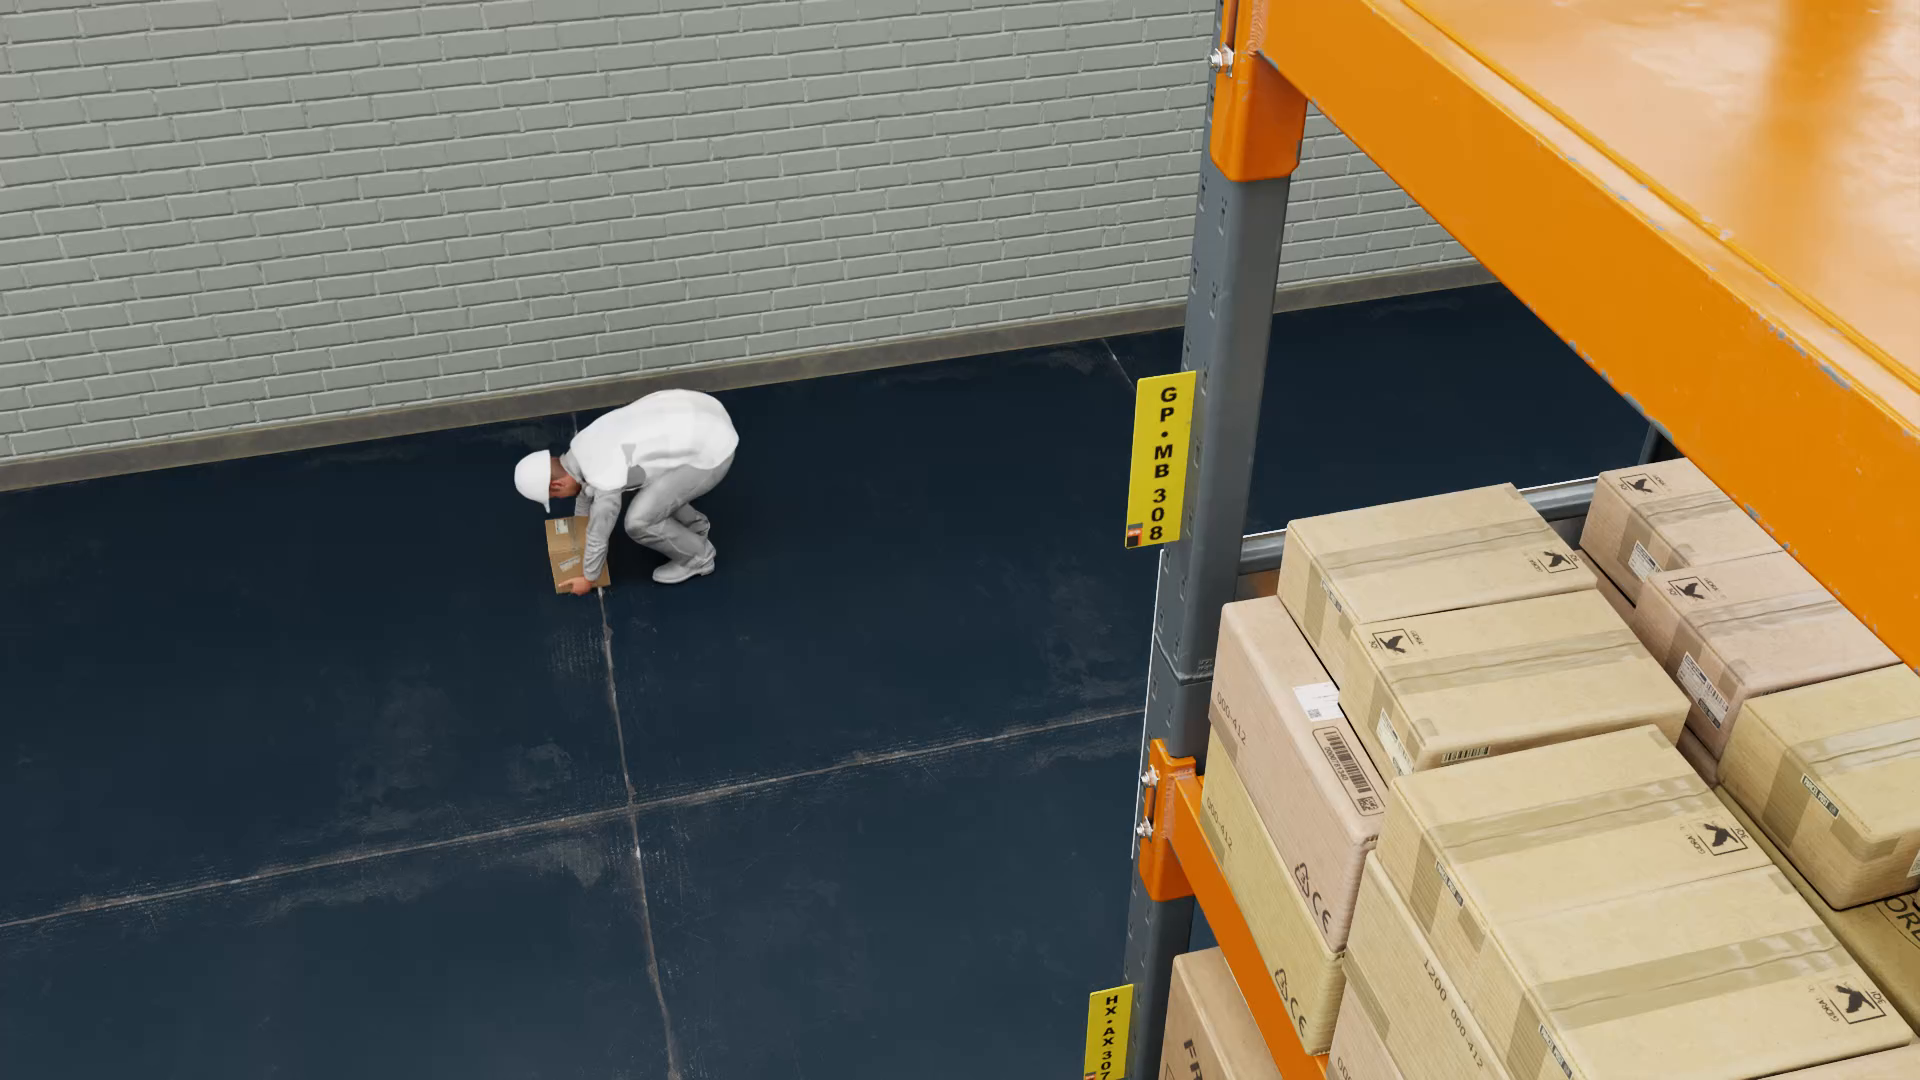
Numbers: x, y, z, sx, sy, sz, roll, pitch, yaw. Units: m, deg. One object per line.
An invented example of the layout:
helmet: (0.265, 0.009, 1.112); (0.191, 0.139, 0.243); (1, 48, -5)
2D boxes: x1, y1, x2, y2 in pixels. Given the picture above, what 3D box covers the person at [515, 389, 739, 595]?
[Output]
person: (-1.510, -0.224, 7.654); (1.003, 0.896, 0.520); (-11, 39, -14)
